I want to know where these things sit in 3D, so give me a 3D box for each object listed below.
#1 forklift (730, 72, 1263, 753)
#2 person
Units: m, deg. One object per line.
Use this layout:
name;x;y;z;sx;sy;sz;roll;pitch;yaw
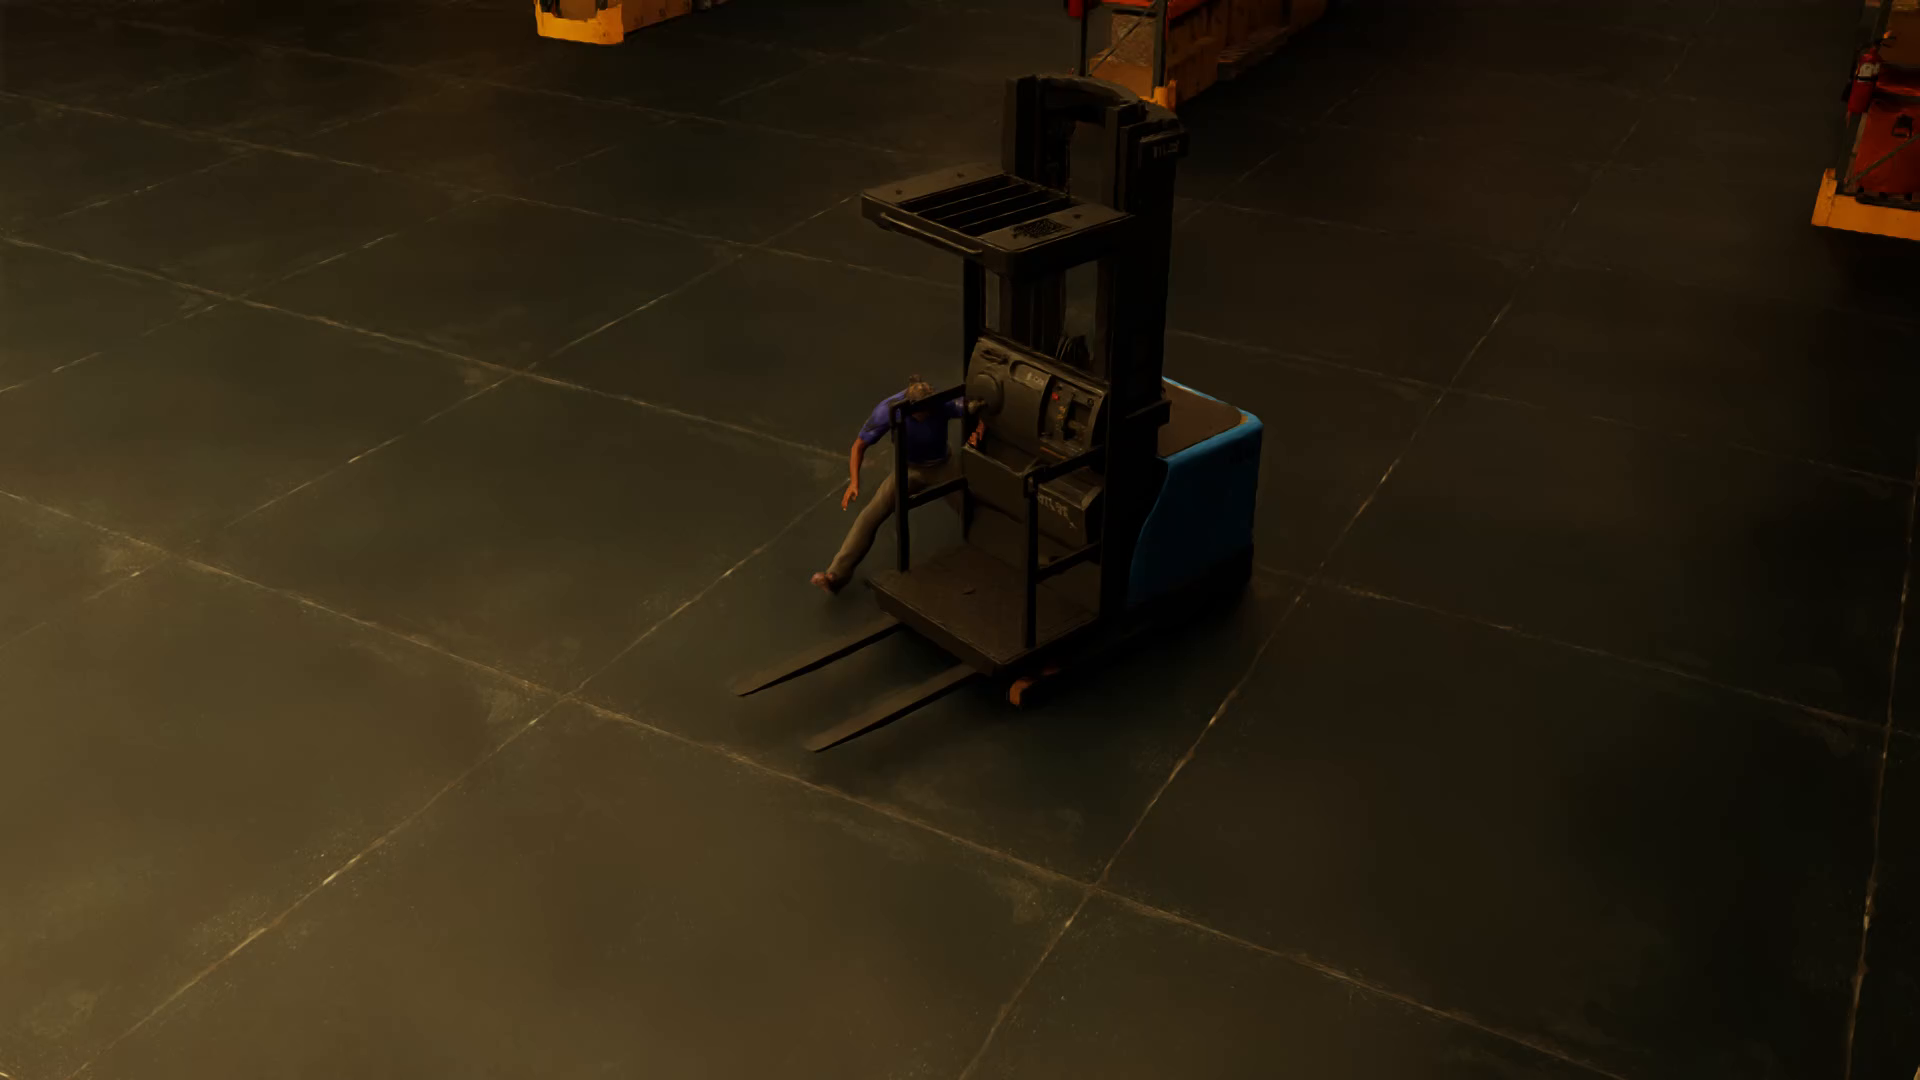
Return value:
forklift;0.216;-0.698;8.280;3.031;2.935;1.130;-24;37;-35
person;-0.192;-0.318;9.281;1.144;1.288;0.973;5;30;9
